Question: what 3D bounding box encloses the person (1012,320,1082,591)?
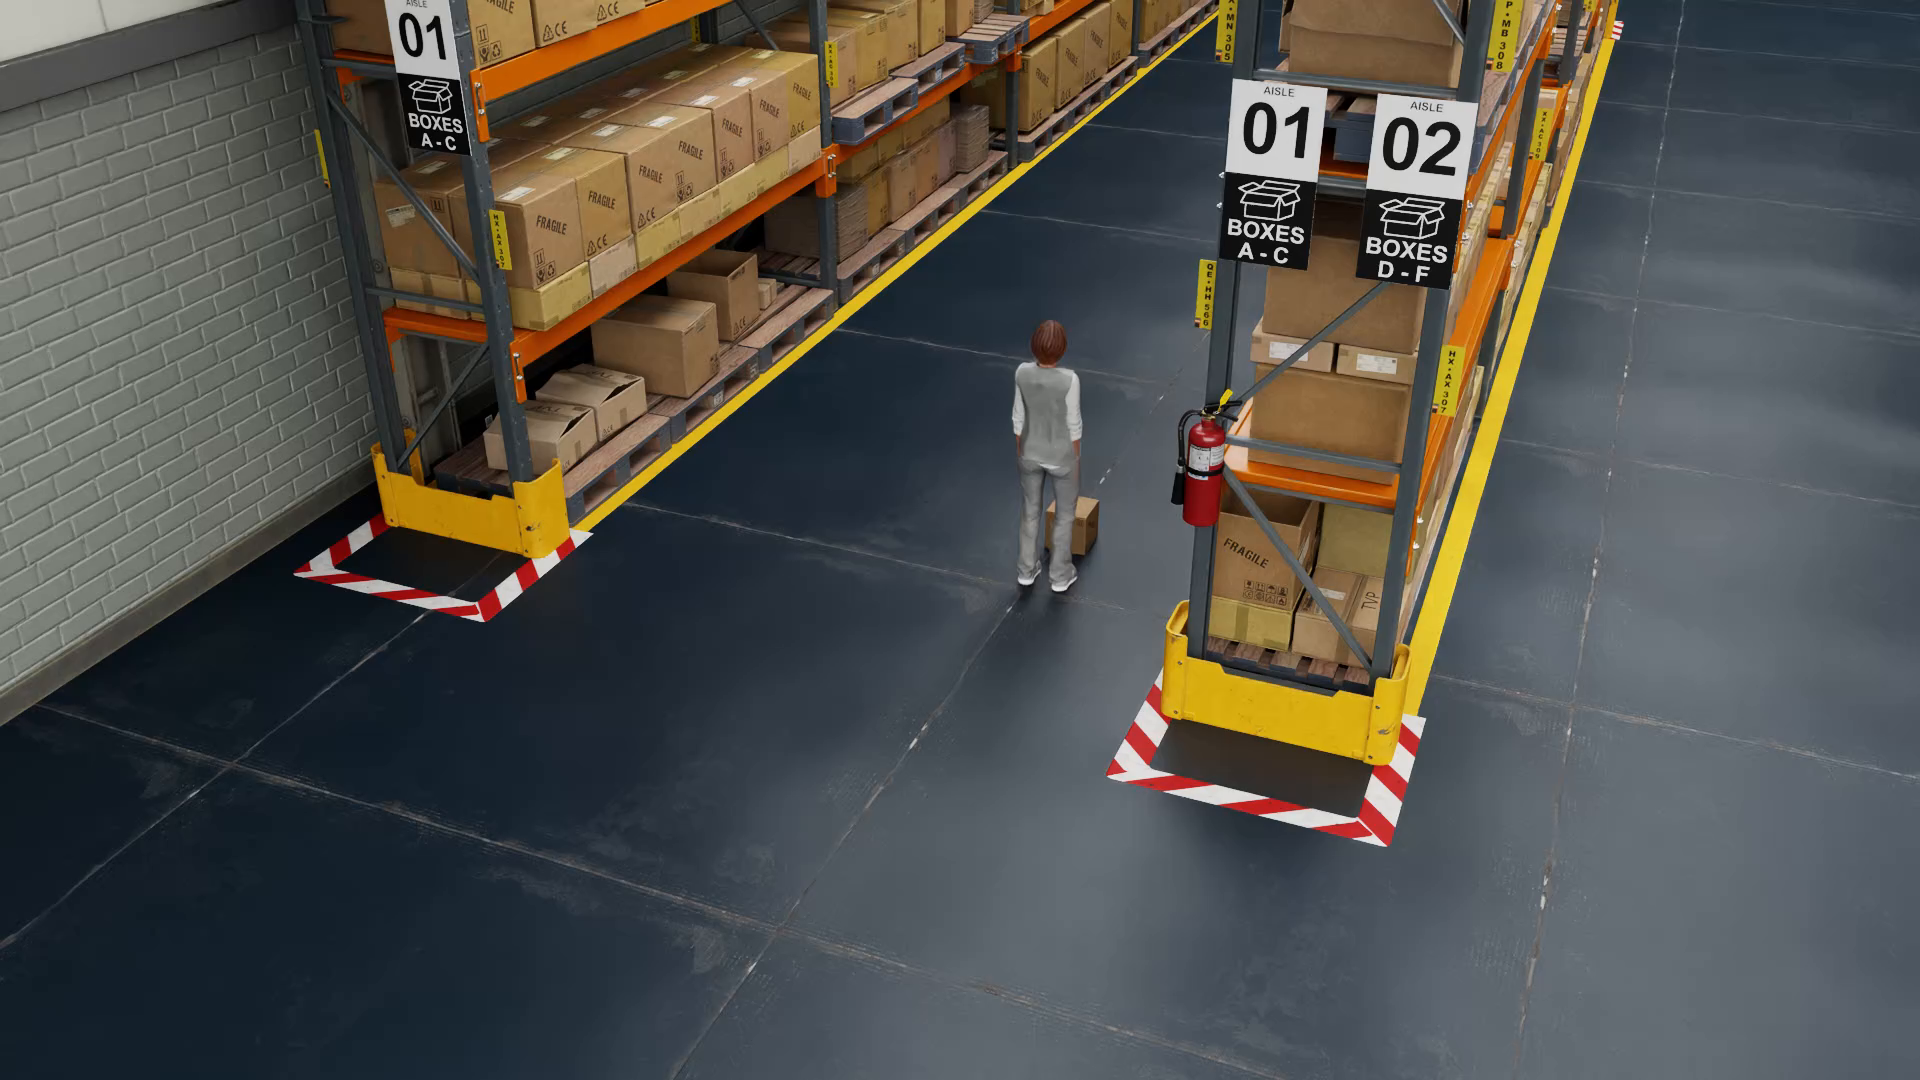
[{"bbox_3d":[0.476,-0.455,9.205,0.407,1.580,0.299,12,32,20],"label":"person"}]
